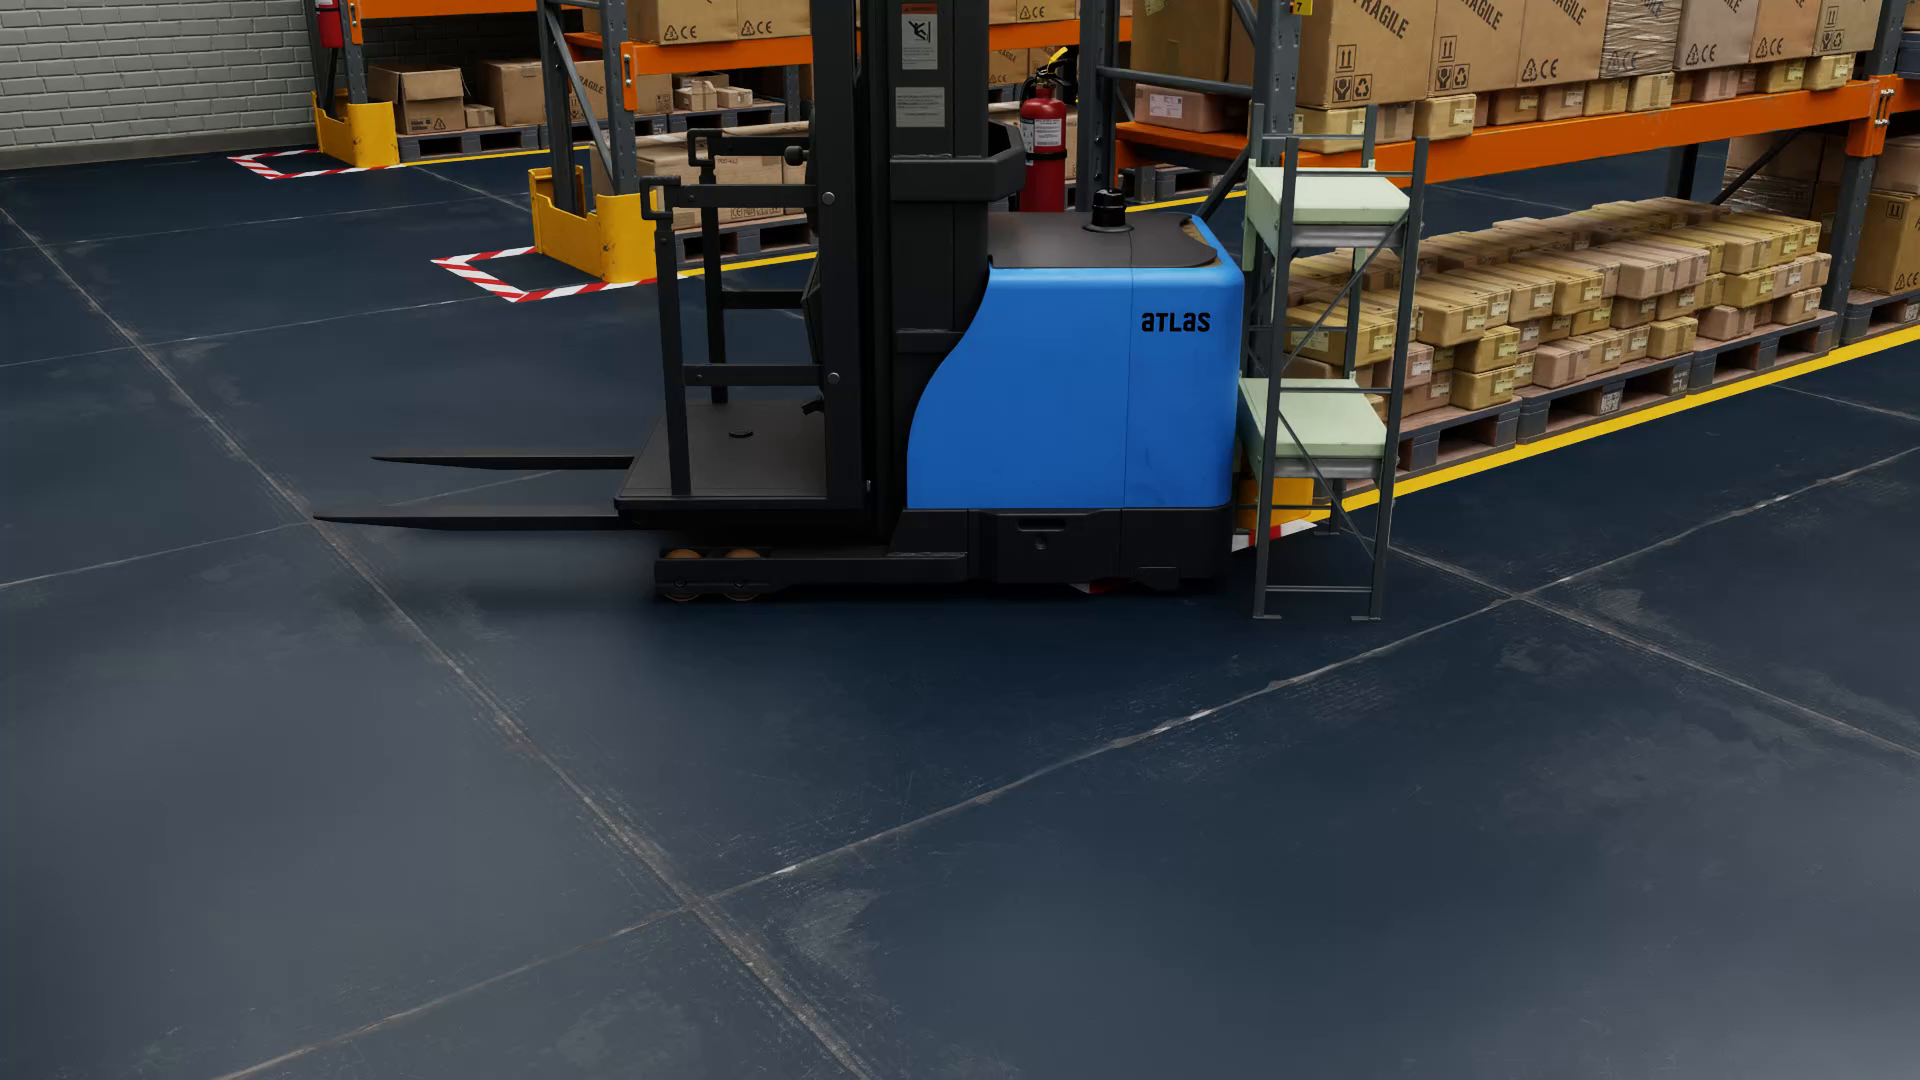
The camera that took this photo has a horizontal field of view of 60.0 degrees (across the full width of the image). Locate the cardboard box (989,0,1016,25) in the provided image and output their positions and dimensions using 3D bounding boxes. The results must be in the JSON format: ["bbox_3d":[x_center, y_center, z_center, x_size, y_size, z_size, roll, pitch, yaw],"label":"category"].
[{"bbox_3d":[0.016,-3.591,10.714,0.500,0.500,0.500,-15,26,-34],"label":"cardboard box"}]

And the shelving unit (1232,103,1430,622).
[{"bbox_3d":[1.139,-0.581,5.329,0.431,1.500,0.755,1,22,2],"label":"shelving unit"}]

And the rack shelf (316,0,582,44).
[{"bbox_3d":[-3.468,-4.674,14.533,4.000,0.370,1.077,-15,26,-33],"label":"rack shelf"}]

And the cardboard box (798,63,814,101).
[{"bbox_3d":[-1.321,-4.512,15.962,0.500,0.500,0.500,-14,25,-31],"label":"cardboard box"}]

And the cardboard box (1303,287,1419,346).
[{"bbox_3d":[1.560,-0.870,6.506,0.250,0.149,0.380,-14,26,-32],"label":"cardboard box"}]

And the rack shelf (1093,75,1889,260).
[{"bbox_3d":[2.407,-1.714,7.115,4.000,0.370,1.077,-15,26,-33],"label":"rack shelf"}]

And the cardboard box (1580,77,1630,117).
[{"bbox_3d":[2.474,-1.823,6.757,0.250,0.149,0.380,-14,26,-31],"label":"cardboard box"}]

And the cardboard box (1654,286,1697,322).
[{"bbox_3d":[3.084,-1.115,7.522,0.250,0.149,0.380,-14,26,-32],"label":"cardboard box"}]

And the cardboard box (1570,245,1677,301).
[{"bbox_3d":[2.878,-1.169,7.255,0.250,0.149,0.380,-16,27,-35],"label":"cardboard box"}]

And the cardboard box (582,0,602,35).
[{"bbox_3d":[-1.953,-3.313,10.017,0.500,0.500,0.500,-15,26,-33],"label":"cardboard box"}]

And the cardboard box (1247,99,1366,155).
[{"bbox_3d":[1.238,-1.470,5.872,0.250,0.149,0.380,-15,26,-33],"label":"cardboard box"}]

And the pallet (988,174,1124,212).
[{"bbox_3d":[0.394,-2.512,11.907,1.213,0.211,1.003,-15,26,-33],"label":"pallet"}]

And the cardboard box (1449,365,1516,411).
[{"bbox_3d":[2.029,-0.663,6.790,0.250,0.149,0.380,-15,26,-32],"label":"cardboard box"}]

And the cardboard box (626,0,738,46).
[{"bbox_3d":[-1.632,-3.147,9.600,0.500,0.500,0.500,-15,26,-33],"label":"cardboard box"}]

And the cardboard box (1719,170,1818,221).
[{"bbox_3d":[4.484,-1.751,9.044,0.500,0.500,0.500,-16,26,-34],"label":"cardboard box"}]

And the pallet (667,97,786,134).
[{"bbox_3d":[-2.403,-3.997,15.629,1.213,0.211,1.003,-15,26,-33],"label":"pallet"}]

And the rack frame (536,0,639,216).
[{"bbox_3d":[-2.190,-3.083,9.574,0.127,3.000,1.000,-15,26,-33],"label":"rack frame"}]

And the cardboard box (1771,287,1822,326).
[{"bbox_3d":[3.911,-1.165,8.048,0.250,0.149,0.380,-15,26,-32],"label":"cardboard box"}]

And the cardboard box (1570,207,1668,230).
[{"bbox_3d":[3.195,-1.505,8.097,0.250,0.149,0.380,-15,26,-34],"label":"cardboard box"}]

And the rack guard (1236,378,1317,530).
[{"bbox_3d":[0.845,-0.471,6.401,0.348,0.500,1.175,-15,26,-33],"label":"rack guard"}]

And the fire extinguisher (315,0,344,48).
[{"bbox_3d":[-4.941,-4.195,12.970,0.183,0.674,0.296,-15,26,-33],"label":"fire extinguisher"}]

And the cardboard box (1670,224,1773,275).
[{"bbox_3d":[3.511,-1.350,7.709,0.250,0.149,0.380,-15,26,-33],"label":"cardboard box"}]

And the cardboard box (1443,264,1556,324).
[{"bbox_3d":[2.223,-1.021,6.886,0.250,0.149,0.380,-14,26,-31],"label":"cardboard box"}]

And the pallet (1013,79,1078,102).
[{"bbox_3d":[0.774,-4.861,17.794,1.213,0.211,1.003,-15,26,-33],"label":"pallet"}]

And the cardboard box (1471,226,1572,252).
[{"bbox_3d":[2.569,-1.327,7.652,0.250,0.149,0.380,-16,27,-35],"label":"cardboard box"}]

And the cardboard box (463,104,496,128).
[{"bbox_3d":[-4.172,-3.630,14.226,0.250,0.149,0.380,-16,27,-35],"label":"cardboard box"}]

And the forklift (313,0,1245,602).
[{"bbox_3d":[-0.627,-1.329,5.359,3.031,2.867,1.129,0,22,-1],"label":"forklift"}]

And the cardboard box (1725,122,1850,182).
[{"bbox_3d":[4.487,-2.101,8.908,0.500,0.250,0.500,-16,27,-34],"label":"cardboard box"}]

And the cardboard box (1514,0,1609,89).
[{"bbox_3d":[2.134,-2.040,6.424,0.500,0.500,0.500,-15,26,-32],"label":"cardboard box"}]

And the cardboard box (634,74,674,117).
[{"bbox_3d":[-2.981,-4.111,14.958,0.500,0.500,0.700,-16,27,-35],"label":"cardboard box"}]

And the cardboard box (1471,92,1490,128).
[{"bbox_3d":[1.800,-1.677,6.391,0.250,0.149,0.380,-14,25,-30],"label":"cardboard box"}]

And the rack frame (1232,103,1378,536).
[{"bbox_3d":[1.152,-0.717,5.669,0.400,1.500,0.023,1,22,2],"label":"rack frame"}]

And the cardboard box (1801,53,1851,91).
[{"bbox_3d":[3.790,-2.144,7.560,0.250,0.149,0.380,-16,27,-34],"label":"cardboard box"}]

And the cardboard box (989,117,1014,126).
[{"bbox_3d":[-0.241,-2.656,11.395,0.875,0.438,0.875,-16,27,-34],"label":"cardboard box"}]

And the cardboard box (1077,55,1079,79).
[{"bbox_3d":[1.185,-5.185,17.648,0.500,0.500,0.500,-14,26,-31],"label":"cardboard box"}]

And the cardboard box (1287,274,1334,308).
[{"bbox_3d":[1.302,-0.990,6.808,0.250,0.149,0.380,-14,26,-32],"label":"cardboard box"}]

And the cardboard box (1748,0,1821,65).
[{"bbox_3d":[3.380,-2.364,7.237,0.500,0.500,0.500,-16,27,-34],"label":"cardboard box"}]

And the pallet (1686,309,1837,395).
[{"bbox_3d":[3.506,-1.030,8.193,1.213,0.211,1.003,-15,26,-33],"label":"pallet"}]

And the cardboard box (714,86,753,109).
[{"bbox_3d":[-2.125,-4.103,15.411,0.250,0.149,0.380,-16,27,-34],"label":"cardboard box"}]

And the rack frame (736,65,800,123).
[{"bbox_3d":[-1.845,-5.441,15.484,0.127,3.000,1.000,-15,26,-33],"label":"rack frame"}]

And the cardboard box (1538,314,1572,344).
[{"bbox_3d":[2.388,-0.962,7.140,0.250,0.149,0.380,-13,25,-30],"label":"cardboard box"}]

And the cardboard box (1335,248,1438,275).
[{"bbox_3d":[1.871,-1.197,7.325,0.250,0.149,0.380,-14,26,-31],"label":"cardboard box"}]

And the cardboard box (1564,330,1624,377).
[{"bbox_3d":[2.643,-0.842,7.240,0.250,0.149,0.380,-15,26,-33],"label":"cardboard box"}]

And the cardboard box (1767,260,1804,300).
[{"bbox_3d":[3.748,-1.264,7.895,0.250,0.149,0.380,-16,27,-35],"label":"cardboard box"}]

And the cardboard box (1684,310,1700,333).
[{"bbox_3d":[3.189,-1.036,7.726,0.250,0.149,0.380,-16,27,-34],"label":"cardboard box"}]

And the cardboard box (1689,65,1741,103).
[{"bbox_3d":[3.111,-1.988,7.169,0.250,0.149,0.380,-16,27,-35],"label":"cardboard box"}]

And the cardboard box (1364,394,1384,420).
[{"bbox_3d":[1.395,-0.503,6.390,0.250,0.149,0.380,-14,26,-32],"label":"cardboard box"}]

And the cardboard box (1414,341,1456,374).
[{"bbox_3d":[1.761,-0.782,6.688,0.250,0.149,0.380,-15,26,-32],"label":"cardboard box"}]
